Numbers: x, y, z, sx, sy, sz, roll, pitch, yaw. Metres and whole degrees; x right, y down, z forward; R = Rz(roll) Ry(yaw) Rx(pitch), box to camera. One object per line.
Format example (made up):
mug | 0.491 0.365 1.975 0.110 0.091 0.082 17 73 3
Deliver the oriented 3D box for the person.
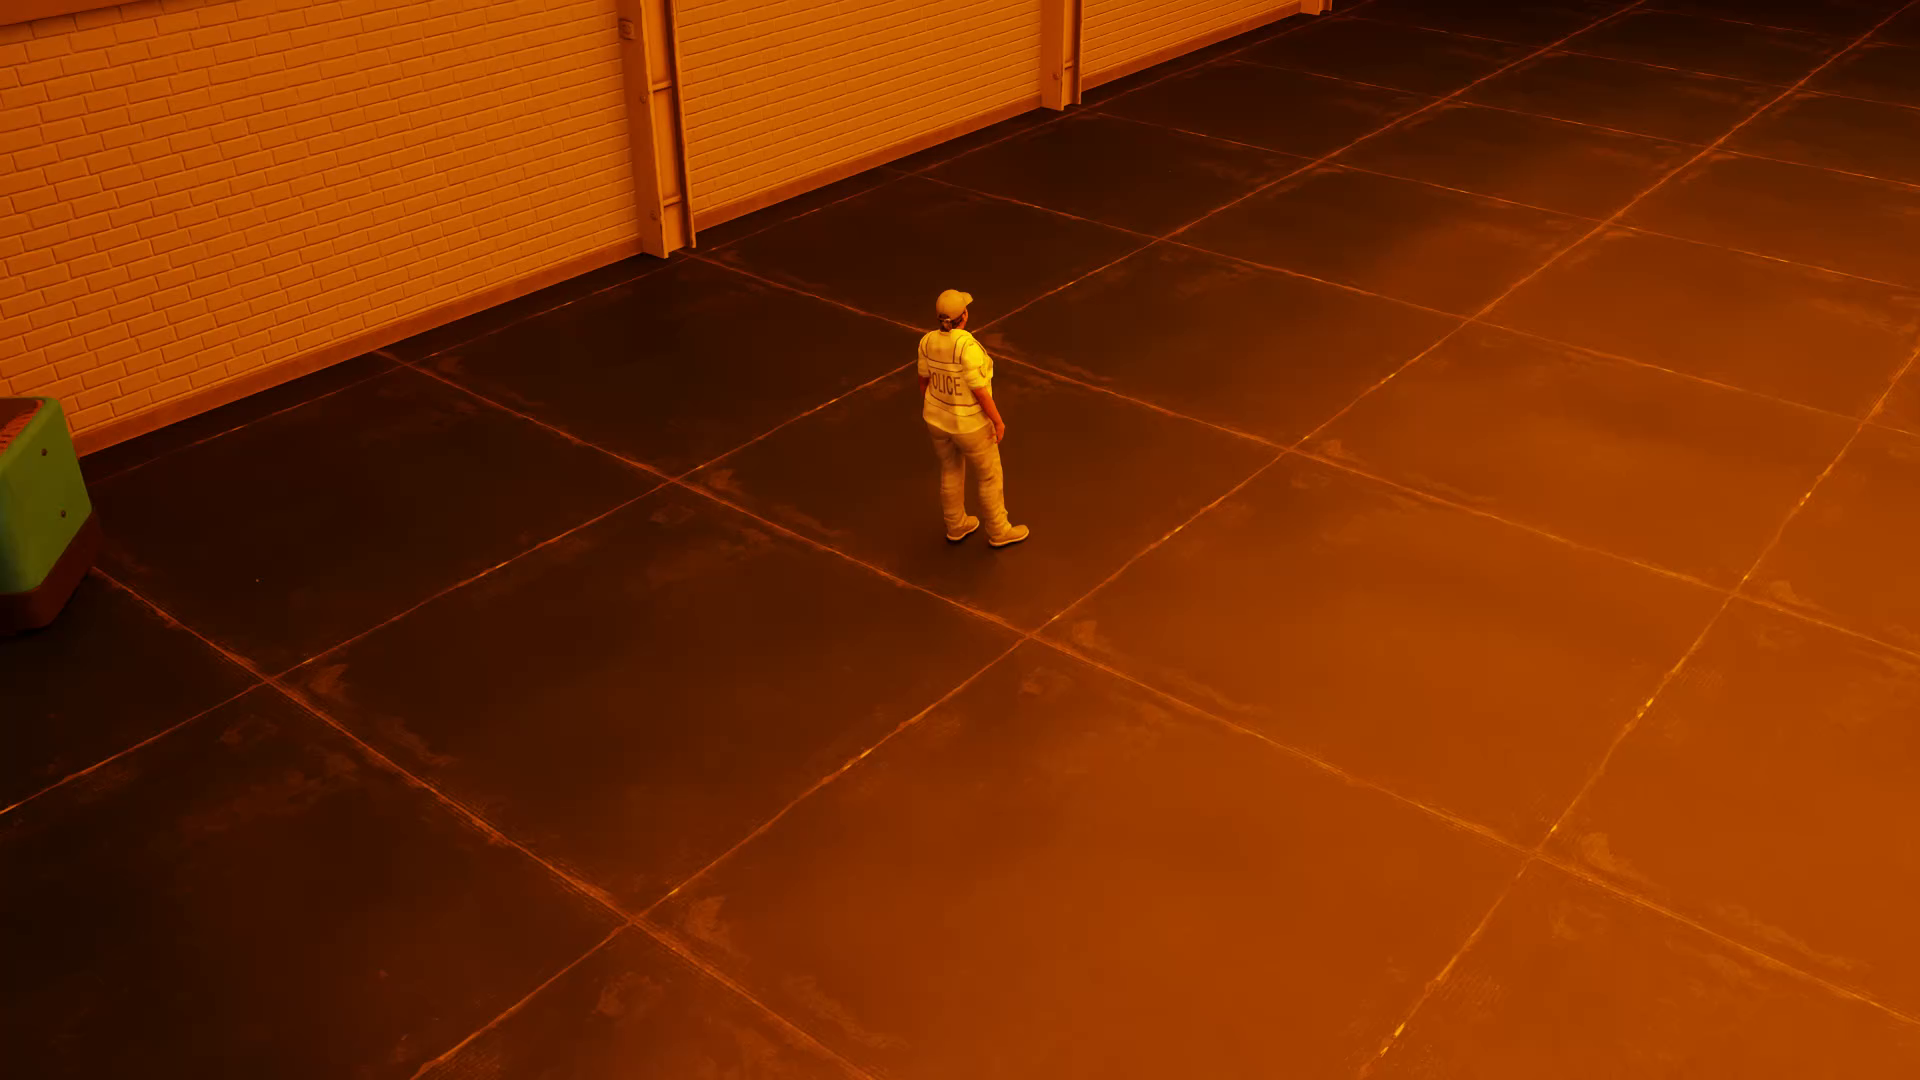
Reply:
person | 0.066 -0.748 10.115 0.598 1.670 0.529 22 37 33

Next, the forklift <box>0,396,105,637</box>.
forklift | -6.762 -0.880 9.100 3.031 2.935 1.130 -3 30 -5
